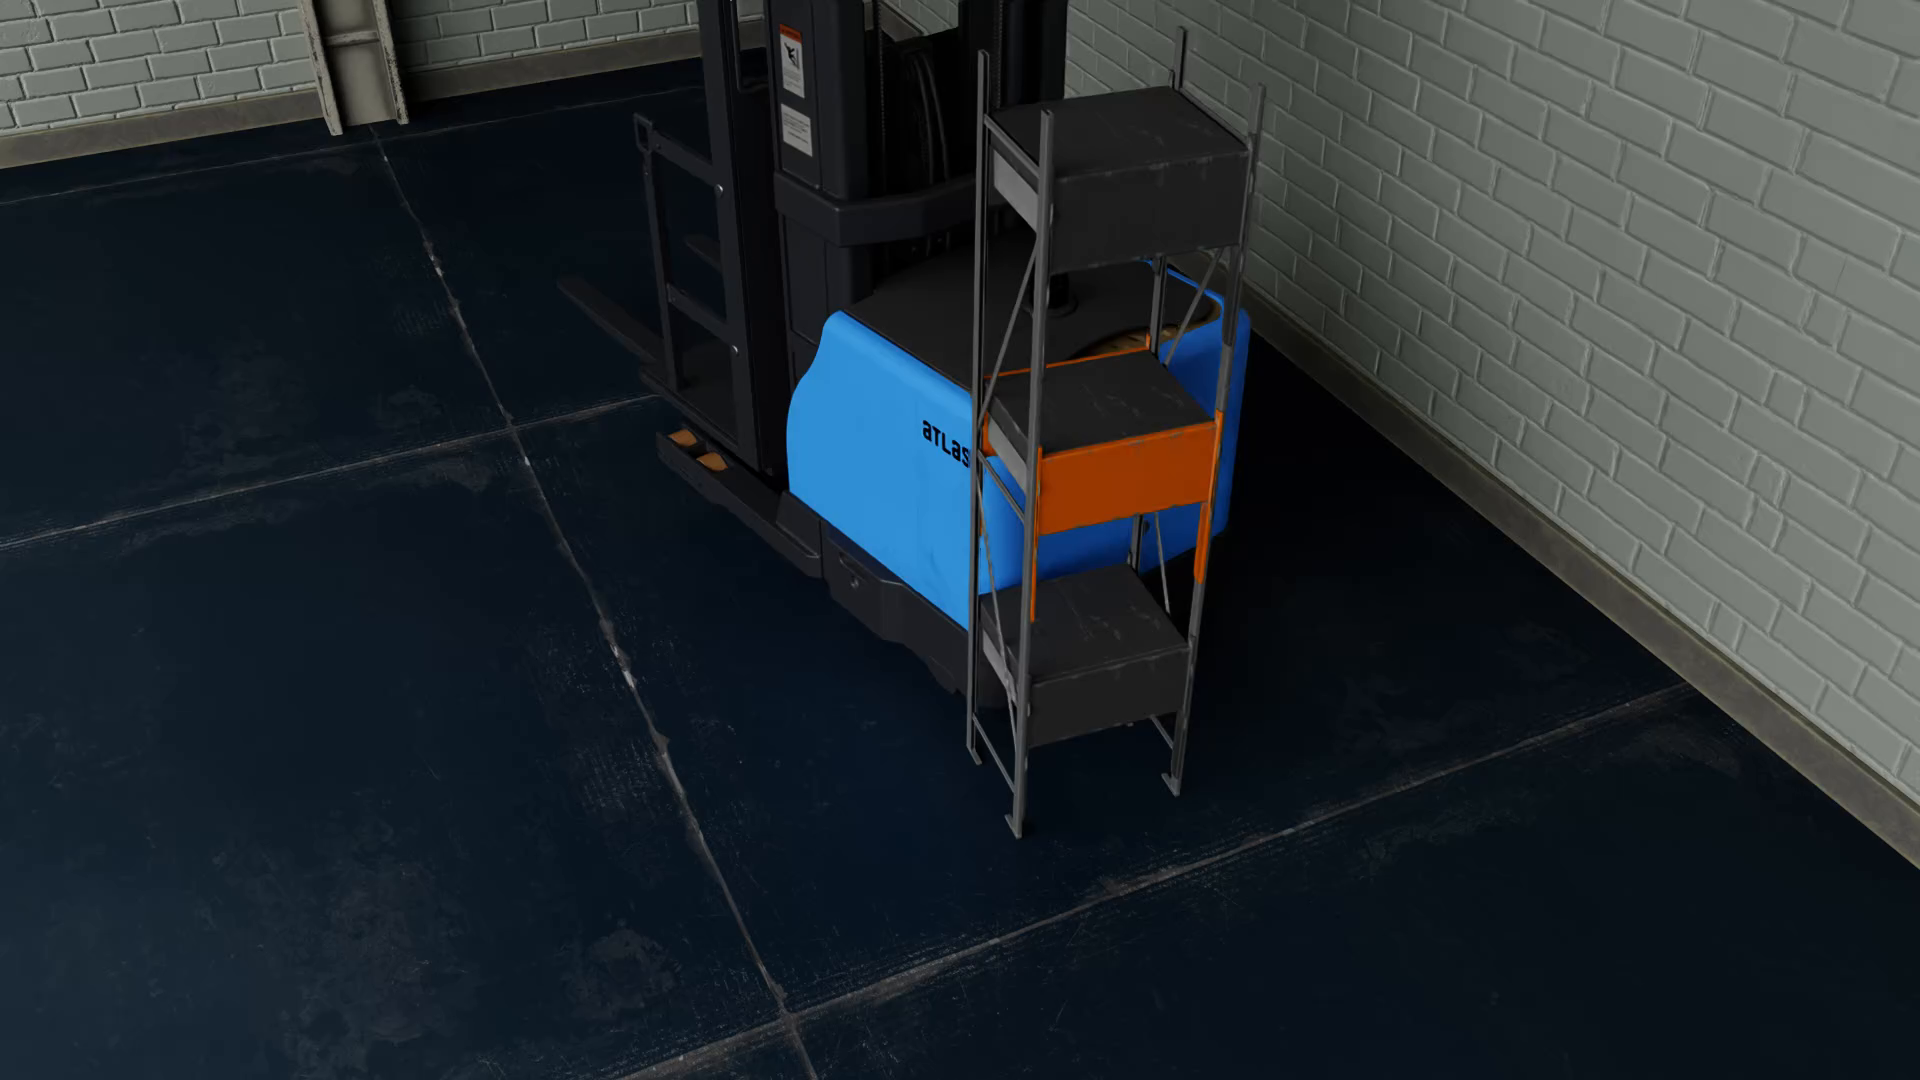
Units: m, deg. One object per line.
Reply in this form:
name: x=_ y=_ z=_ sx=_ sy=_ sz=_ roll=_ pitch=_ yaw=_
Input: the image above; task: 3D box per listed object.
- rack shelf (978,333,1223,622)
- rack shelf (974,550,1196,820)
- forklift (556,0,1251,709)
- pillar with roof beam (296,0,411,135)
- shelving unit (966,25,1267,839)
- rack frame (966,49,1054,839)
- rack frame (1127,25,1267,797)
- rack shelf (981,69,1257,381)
rack shelf: x=0.334 y=-0.165 z=4.227 sx=0.480 sy=0.518 sz=0.431 roll=-12 pitch=38 yaw=-17
rack shelf: x=0.327 y=0.400 z=4.642 sx=0.480 sy=0.518 sz=0.431 roll=-12 pitch=38 yaw=-17
forklift: x=-0.446 y=-1.489 z=5.297 sx=1.130 sy=2.935 sz=3.031 roll=-26 pitch=44 yaw=-30
pillar with roof beam: x=-1.287 y=-3.506 z=2.923 sx=0.400 sy=9.000 sz=9.100 roll=-16 pitch=39 yaw=-20
shelving unit: x=0.334 y=-0.176 z=4.219 sx=0.503 sy=2.100 sz=0.431 roll=-12 pitch=38 yaw=-17
rack frame: x=0.106 y=-0.127 z=4.149 sx=0.015 sy=2.100 sz=0.400 roll=-12 pitch=38 yaw=-17
rack frame: x=0.563 y=-0.224 z=4.289 sx=0.015 sy=2.100 sz=0.400 roll=-12 pitch=38 yaw=-17
rack shelf: x=0.341 y=-0.729 z=3.813 sx=0.480 sy=0.518 sz=0.431 roll=-12 pitch=38 yaw=-17
